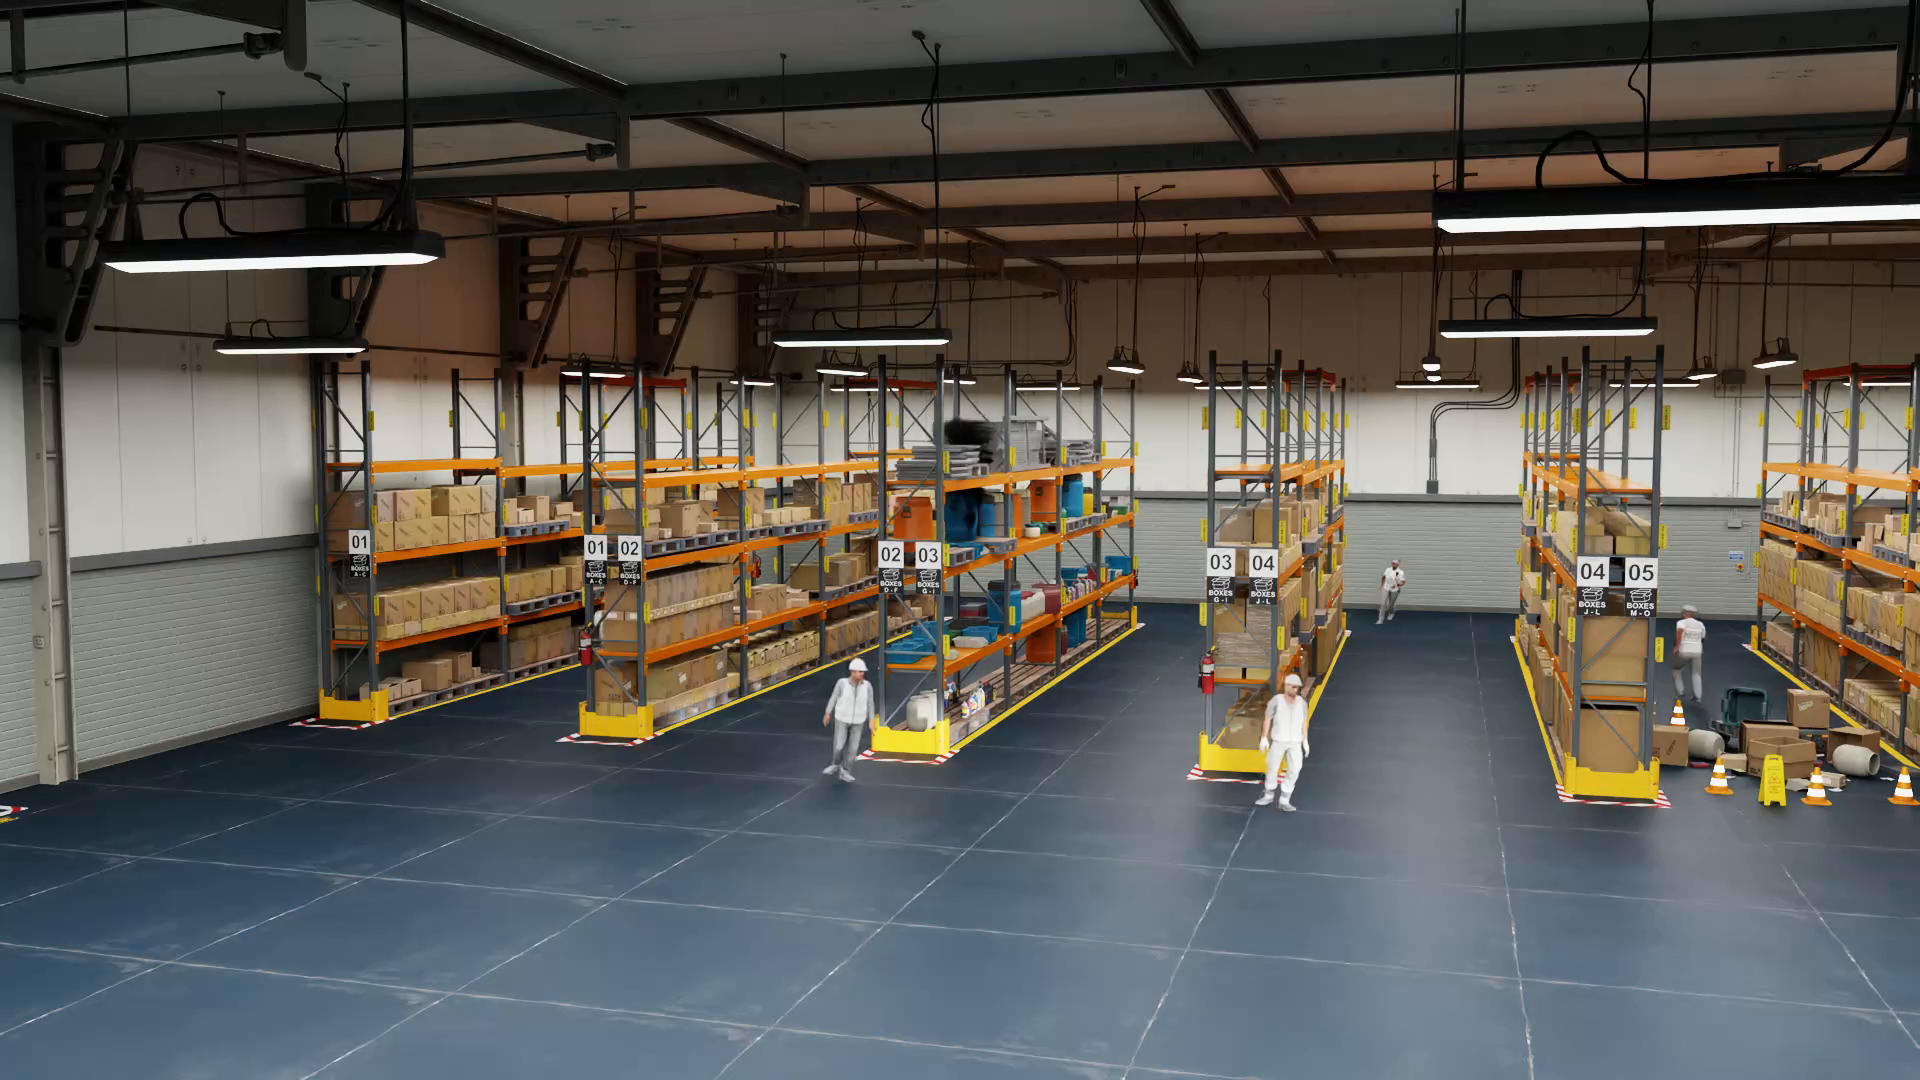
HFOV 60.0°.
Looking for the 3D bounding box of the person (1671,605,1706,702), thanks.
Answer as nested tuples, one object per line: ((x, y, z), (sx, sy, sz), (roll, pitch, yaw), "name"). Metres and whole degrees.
((12.955, 2.034, 29.525), (0.597, 1.728, 0.978), (1, 4, 8), "person")

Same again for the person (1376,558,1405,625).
((10.652, 1.255, 40.934), (0.617, 1.649, 0.857), (2, 5, 30), "person")

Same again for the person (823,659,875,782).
((-1.534, 2.496, 23.057), (0.692, 1.738, 0.595), (-1, 4, -18), "person")

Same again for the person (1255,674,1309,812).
((4.139, 2.591, 21.365), (0.654, 1.766, 0.470), (-1, 4, -8), "person")

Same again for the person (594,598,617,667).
((-6.473, 1.919, 30.729), (0.657, 1.823, 0.872), (1, 4, 14), "person")
